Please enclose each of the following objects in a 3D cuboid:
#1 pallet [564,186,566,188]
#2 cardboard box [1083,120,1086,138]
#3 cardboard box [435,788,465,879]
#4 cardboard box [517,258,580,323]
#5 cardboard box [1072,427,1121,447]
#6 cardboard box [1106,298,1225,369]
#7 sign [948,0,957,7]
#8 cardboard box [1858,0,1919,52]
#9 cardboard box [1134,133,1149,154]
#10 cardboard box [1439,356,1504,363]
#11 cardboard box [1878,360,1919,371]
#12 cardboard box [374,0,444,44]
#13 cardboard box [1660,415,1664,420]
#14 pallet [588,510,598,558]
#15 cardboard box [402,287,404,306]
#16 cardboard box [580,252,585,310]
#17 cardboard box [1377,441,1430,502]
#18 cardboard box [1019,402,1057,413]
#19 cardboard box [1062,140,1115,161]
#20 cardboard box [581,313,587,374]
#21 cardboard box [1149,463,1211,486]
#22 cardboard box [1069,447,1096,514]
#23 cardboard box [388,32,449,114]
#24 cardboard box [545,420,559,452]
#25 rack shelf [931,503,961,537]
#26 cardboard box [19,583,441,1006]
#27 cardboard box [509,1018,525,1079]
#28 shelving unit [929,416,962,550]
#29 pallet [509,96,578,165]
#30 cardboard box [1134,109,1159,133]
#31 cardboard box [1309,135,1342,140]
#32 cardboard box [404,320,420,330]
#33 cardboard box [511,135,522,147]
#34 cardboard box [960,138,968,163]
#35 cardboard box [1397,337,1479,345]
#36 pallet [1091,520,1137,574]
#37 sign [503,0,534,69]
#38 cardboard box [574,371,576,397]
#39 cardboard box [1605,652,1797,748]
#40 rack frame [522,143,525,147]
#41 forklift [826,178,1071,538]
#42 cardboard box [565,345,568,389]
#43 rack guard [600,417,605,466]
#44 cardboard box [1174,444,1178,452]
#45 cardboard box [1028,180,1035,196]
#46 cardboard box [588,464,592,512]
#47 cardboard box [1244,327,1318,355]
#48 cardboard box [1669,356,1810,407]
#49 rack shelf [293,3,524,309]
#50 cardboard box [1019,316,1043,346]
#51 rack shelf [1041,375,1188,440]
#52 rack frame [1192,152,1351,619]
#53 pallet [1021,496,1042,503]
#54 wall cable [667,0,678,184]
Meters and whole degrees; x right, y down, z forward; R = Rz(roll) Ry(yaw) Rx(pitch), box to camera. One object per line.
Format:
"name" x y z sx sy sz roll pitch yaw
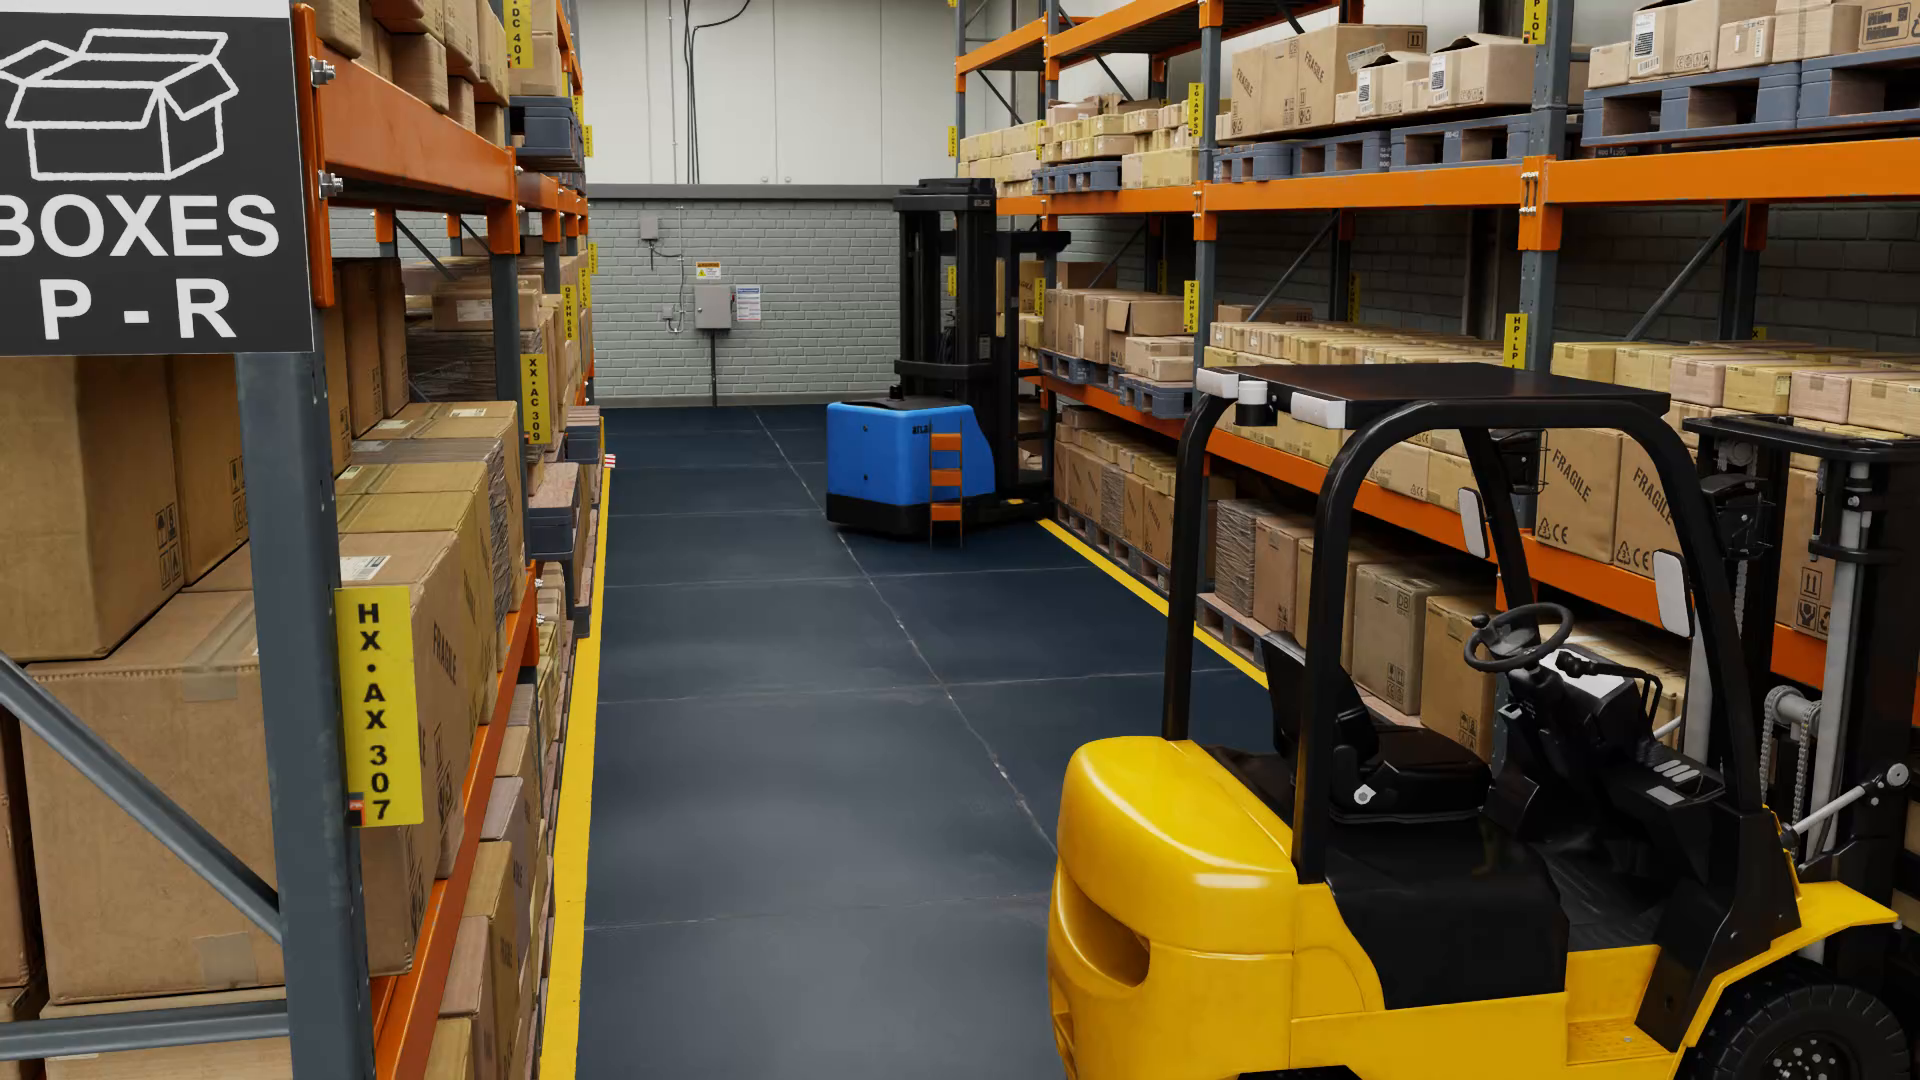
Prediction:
"pallet" -3.409 -2.747 12.598 0.805 0.209 1.217 -3 11 -13
"cardboard box" 1.173 -3.211 13.007 0.380 0.149 0.250 -2 11 -10
"cardboard box" -1.204 0.575 3.326 0.380 0.149 0.250 -2 11 -10
"cardboard box" -3.194 -1.907 12.752 0.500 0.500 0.500 -2 11 -10
"cardboard box" 1.171 -0.889 14.171 0.380 0.149 0.250 -2 11 -13
"cardboard box" 1.512 -1.531 12.320 0.797 0.503 0.637 -2 11 -12
"sign" -0.077 -5.874 17.781 0.100 0.325 0.005 -2 11 -11
"cardboard box" 3.064 -1.667 4.741 0.797 0.503 0.637 -2 11 -9
"cardboard box" 1.481 -2.871 12.069 0.380 0.149 0.250 -2 11 -9
"cardboard box" 2.441 -0.764 7.685 0.380 0.149 0.250 -2 11 -11
"cardboard box" 3.361 -0.527 5.644 0.380 0.149 0.250 -2 11 -12
"cardboard box" -1.351 -1.168 3.392 0.500 0.250 0.500 -2 11 -9
"cardboard box" 2.723 -0.454 6.055 0.380 0.149 0.250 -2 11 -11
"pallet" -3.411 -0.025 13.266 1.003 0.211 1.213 -2 11 -11
"cardboard box" -2.538 -0.989 6.952 0.380 0.149 0.250 -2 11 -13
"cardboard box" -3.671 -2.358 15.120 0.500 0.500 0.500 -2 11 -10
"cardboard box" 2.331 -0.349 7.910 0.500 0.250 0.500 -2 11 -11
"cardboard box" 0.609 -1.153 17.296 0.700 0.500 0.500 -2 11 -9
"cardboard box" 1.028 -3.110 13.275 0.380 0.149 0.250 -2 11 -10
"cardboard box" -3.470 -1.679 14.227 0.500 0.500 0.500 -2 11 -9
"cardboard box" 1.575 -0.459 11.912 0.380 0.149 0.250 -2 11 -13
"cardboard box" 1.219 -0.499 13.860 0.500 0.500 0.500 -2 11 -12
"cardboard box" -1.303 -0.993 3.540 0.380 0.149 0.250 -2 11 -10
"cardboard box" -2.103 -0.503 7.864 0.380 0.149 0.250 -2 11 -9
"rack shelf" -0.114 -0.173 13.340 0.240 0.259 0.215 -1 11 -3
"cardboard box" -1.121 0.375 2.643 0.500 0.500 0.500 -2 11 -12
"cardboard box" -1.397 1.460 4.236 0.500 0.250 0.500 -1 11 -7
"shelving unit" -0.114 -0.456 13.286 0.252 1.050 0.215 -1 11 -3
"pallet" -2.095 -1.565 6.378 1.213 0.211 1.003 -2 11 -11
"cardboard box" 1.453 -2.968 11.783 0.380 0.149 0.250 -2 11 -12
"cardboard box" 2.403 -2.513 9.868 0.500 0.250 0.500 -2 11 -11
"cardboard box" -2.492 -0.636 6.828 0.500 0.500 0.500 -2 11 -11
"cardboard box" -2.533 -2.046 8.125 0.797 0.503 0.637 -2 11 -11
"cardboard box" 0.295 -4.150 17.724 0.500 0.250 0.500 -2 11 -12
"cardboard box" 2.590 -1.016 9.011 0.380 0.149 0.250 -2 11 -9
"pallet" 1.669 0.027 12.992 1.003 0.211 1.213 -2 11 -11
"sign" -1.549 -1.815 5.808 0.100 0.325 0.005 -2 11 -11
"cardboard box" -3.123 -1.201 12.383 0.500 0.250 0.500 -2 11 -13
"cardboard box" 2.665 0.600 6.081 0.500 0.250 0.500 -2 11 -11
"rack frame" -2.857 -3.748 9.319 1.000 3.000 0.127 -2 11 -11
"forklift" 0.274 -1.670 14.629 3.031 2.935 1.130 -10 15 -43
"cardboard box" -2.714 -1.074 10.382 0.500 0.250 0.500 -2 11 -11
"rack guard" -4.418 -1.044 17.845 1.175 0.500 0.348 -2 11 -11
"cardboard box" 1.900 -0.672 13.032 0.380 0.149 0.250 -3 11 -13
"cardboard box" 0.829 -3.166 14.956 0.380 0.149 0.250 -2 11 -11
"cardboard box" -3.436 -0.586 13.311 0.875 0.875 0.875 -2 11 -9
"cardboard box" 1.912 -1.185 9.899 0.380 0.149 0.250 -2 11 -9
"cardboard box" 2.707 -0.551 5.769 0.380 0.149 0.250 -2 11 -10
"rack shelf" -1.690 -0.820 3.885 1.077 0.370 4.000 -2 11 -11
"cardboard box" 0.783 -1.964 15.596 0.500 0.250 0.500 -2 11 -11
"rack shelf" 1.622 -0.995 12.826 1.077 0.370 4.000 -2 11 -11
"rack frame" 2.011 -0.982 10.832 1.000 3.000 0.127 -2 11 -11
"pallet" 1.100 -0.471 15.609 1.003 0.211 1.213 -2 11 -11
"wall cable" -5.058 -6.275 22.596 2.355 3.000 0.029 -2 11 -11
